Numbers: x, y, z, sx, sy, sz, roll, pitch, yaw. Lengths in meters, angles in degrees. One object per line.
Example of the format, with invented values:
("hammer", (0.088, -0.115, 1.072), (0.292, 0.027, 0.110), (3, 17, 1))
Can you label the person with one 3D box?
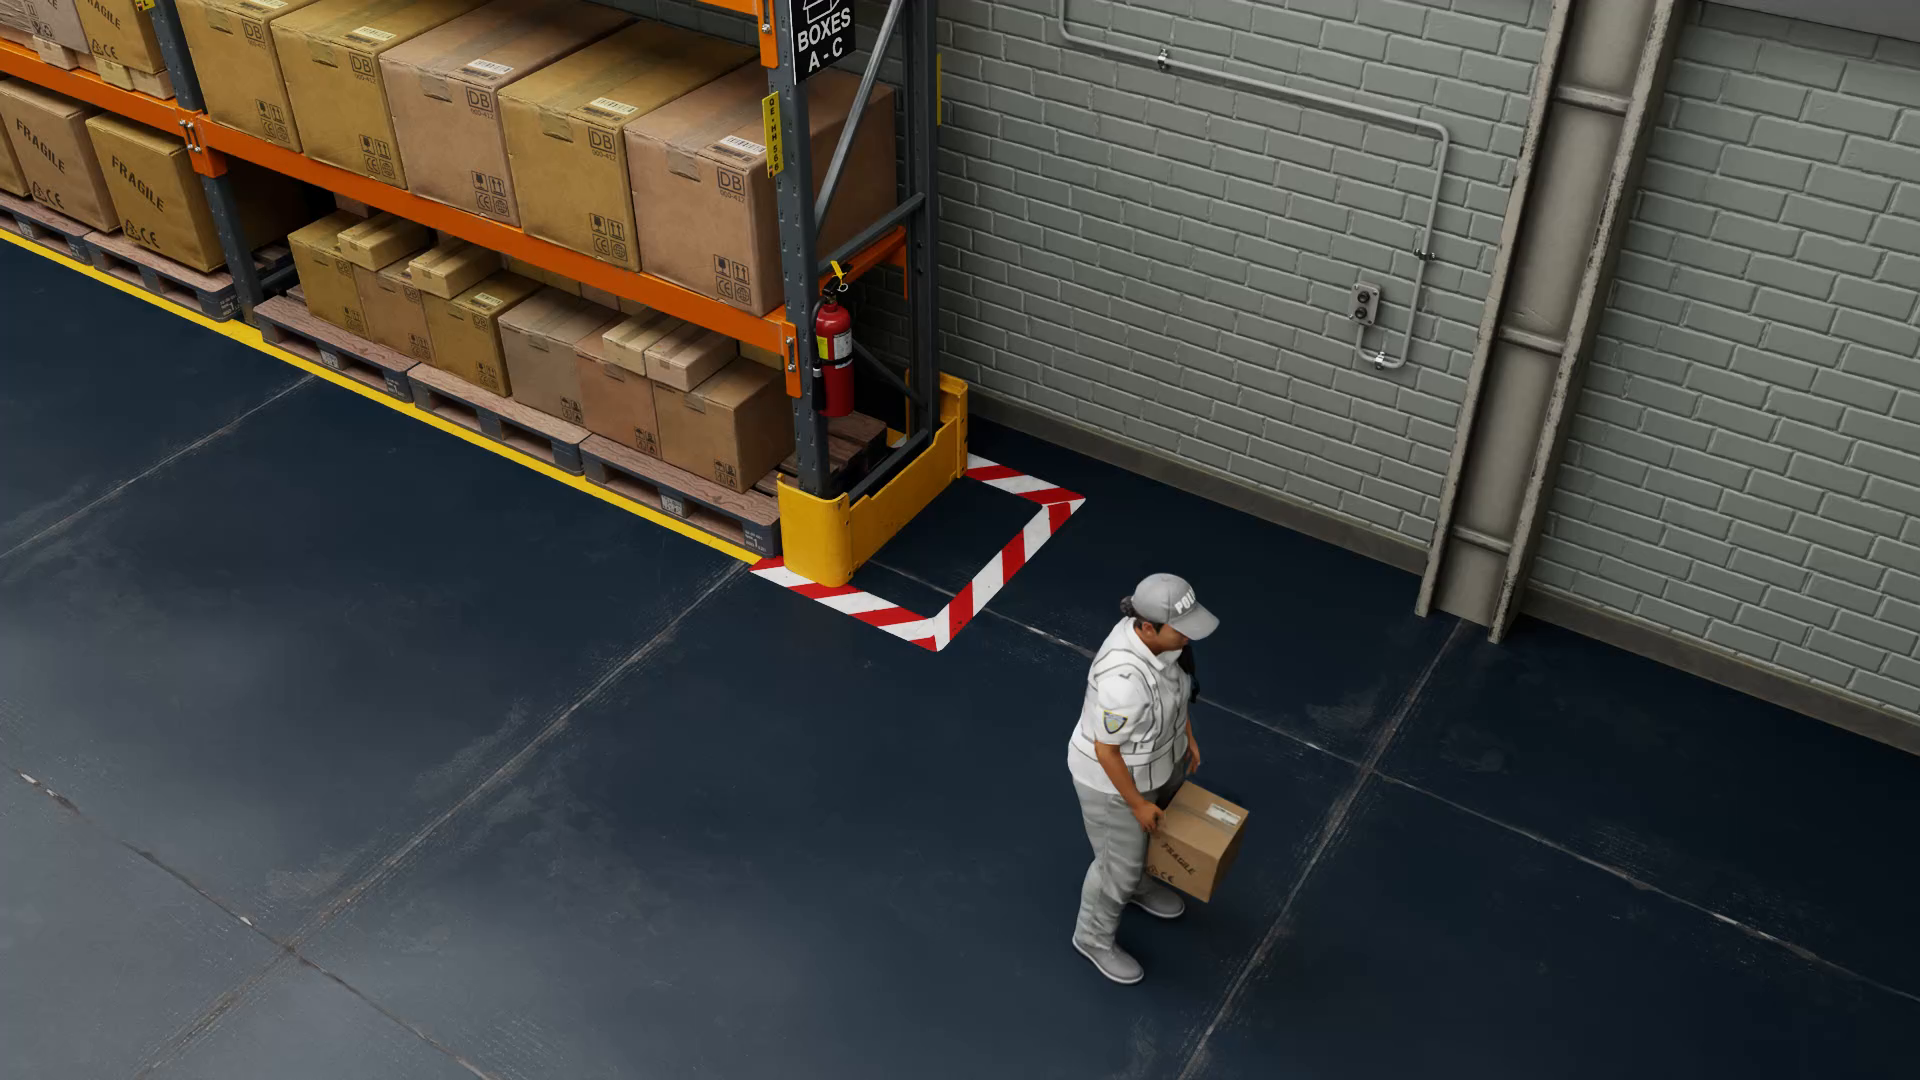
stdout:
("person", (0.604, 0.776, 5.700), (0.429, 1.671, 0.521), (21, 43, 24))
